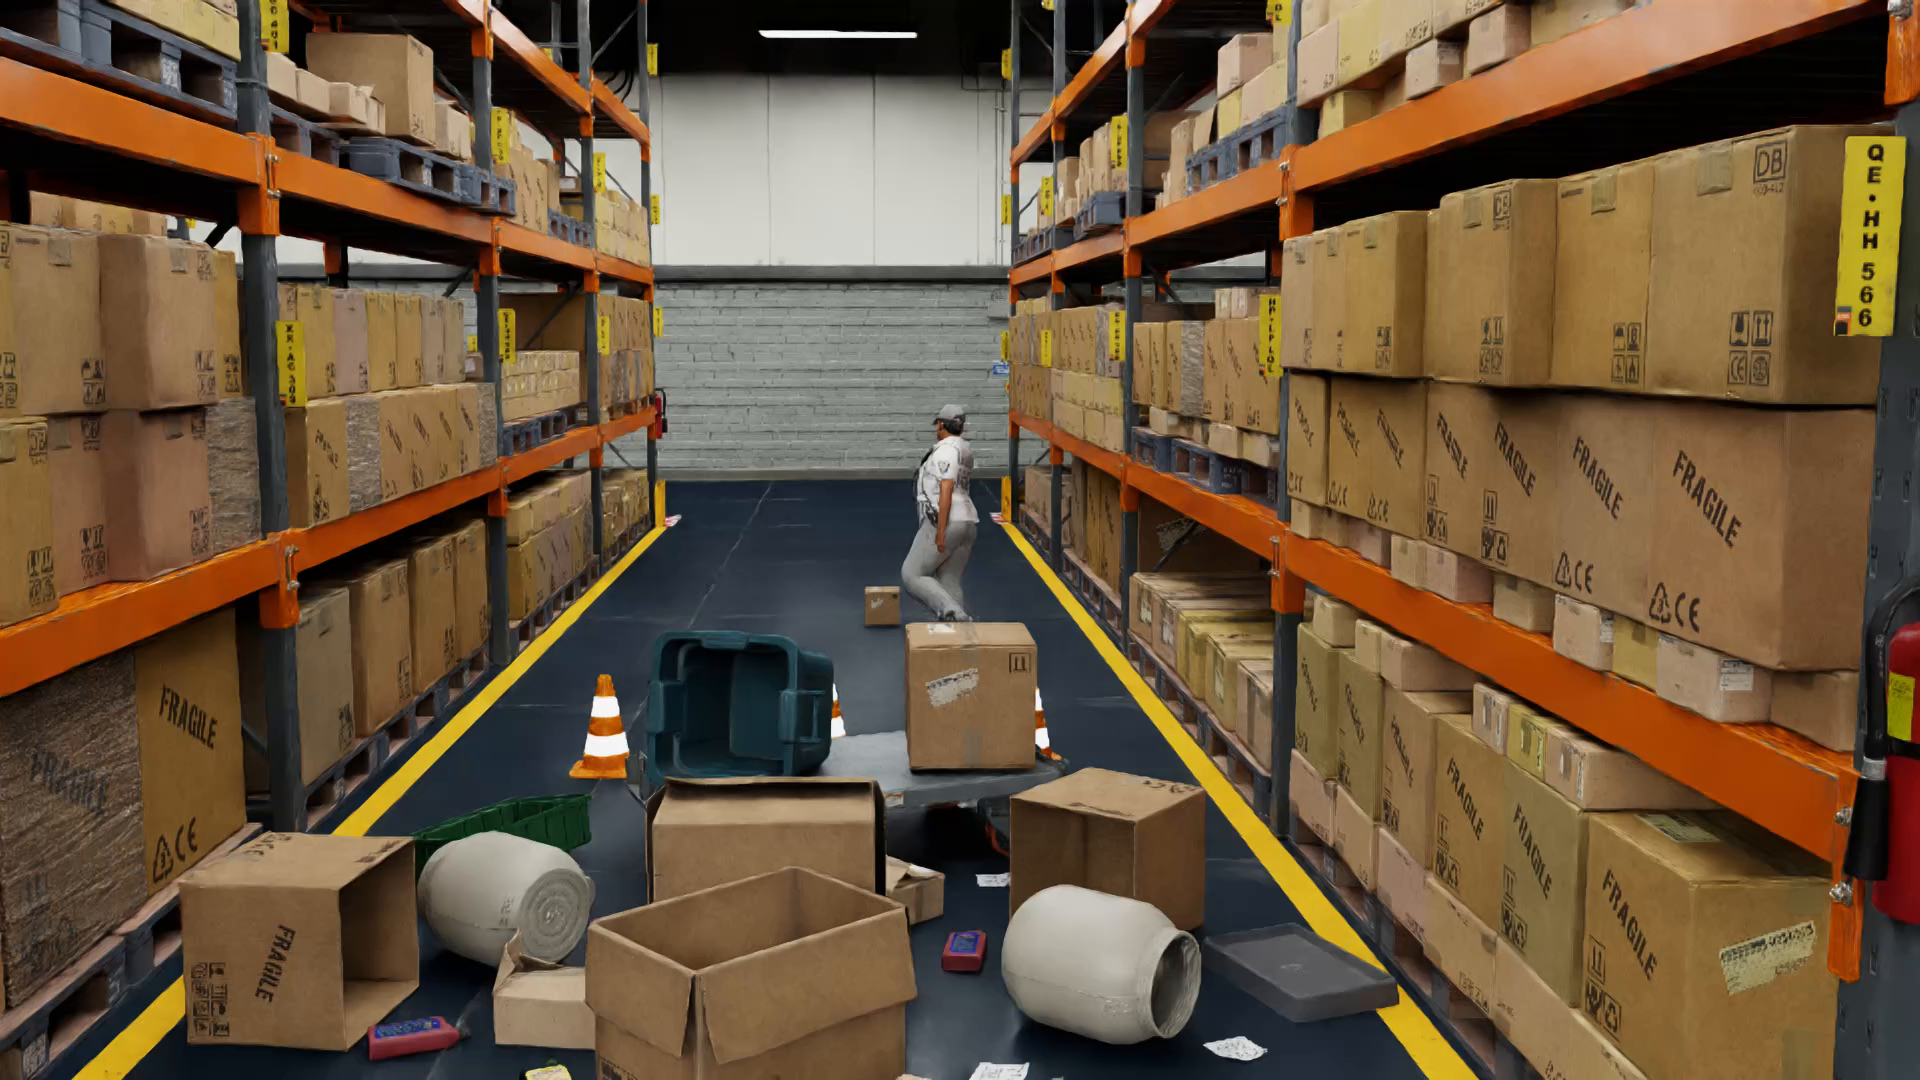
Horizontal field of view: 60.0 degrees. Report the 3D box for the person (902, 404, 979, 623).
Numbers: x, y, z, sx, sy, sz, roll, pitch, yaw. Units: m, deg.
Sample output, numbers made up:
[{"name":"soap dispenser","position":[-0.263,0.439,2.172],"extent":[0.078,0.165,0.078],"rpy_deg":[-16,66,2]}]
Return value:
[{"name":"person","position":[-0.096,-0.058,10.759],"extent":[0.489,1.622,0.665],"rpy_deg":[2,7,15]}]
